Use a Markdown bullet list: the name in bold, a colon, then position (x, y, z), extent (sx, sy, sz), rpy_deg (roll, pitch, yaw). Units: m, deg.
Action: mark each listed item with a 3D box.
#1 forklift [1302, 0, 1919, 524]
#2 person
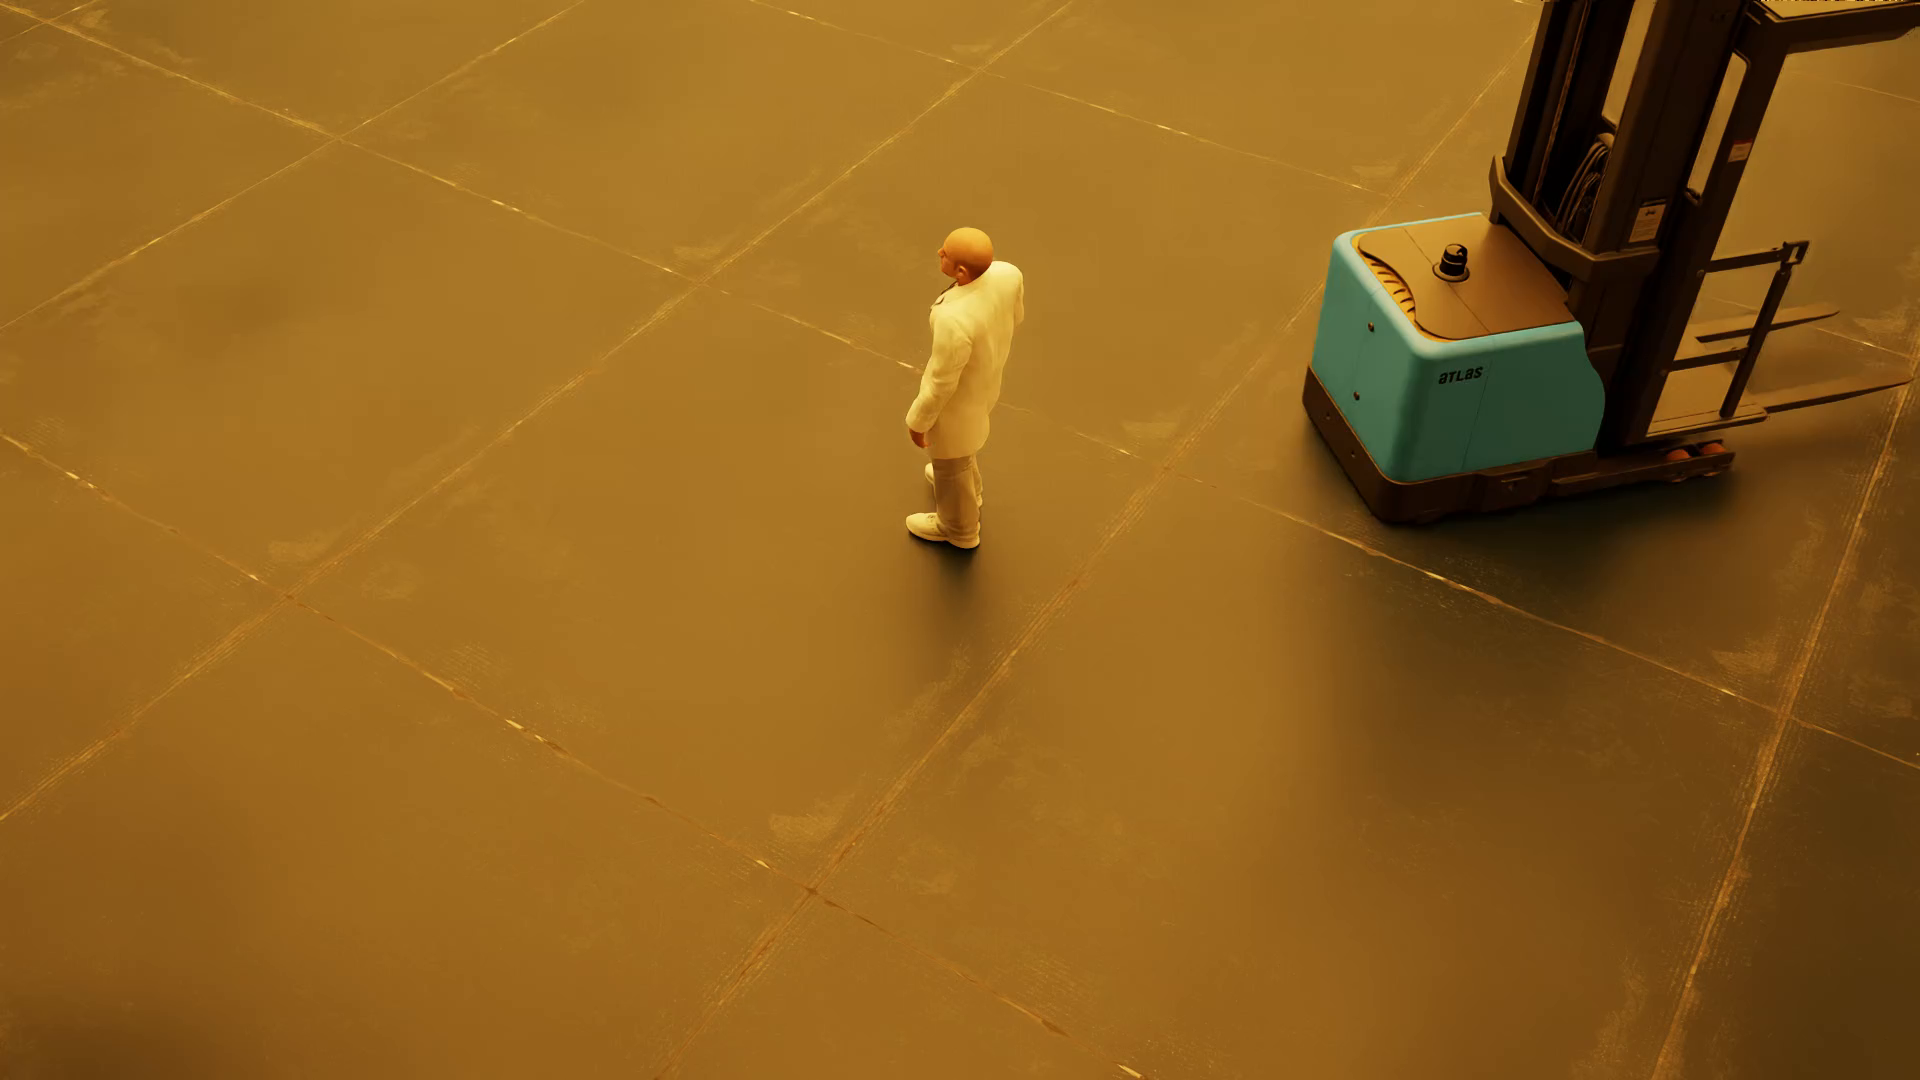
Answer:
- **forklift**: position (3.349, -1.693, 7.634), extent (3.031, 2.935, 1.130), rpy_deg (-10, 44, -10)
- **person**: position (-0.074, -0.687, 7.400), extent (0.582, 1.775, 0.694), rpy_deg (24, 48, 23)
